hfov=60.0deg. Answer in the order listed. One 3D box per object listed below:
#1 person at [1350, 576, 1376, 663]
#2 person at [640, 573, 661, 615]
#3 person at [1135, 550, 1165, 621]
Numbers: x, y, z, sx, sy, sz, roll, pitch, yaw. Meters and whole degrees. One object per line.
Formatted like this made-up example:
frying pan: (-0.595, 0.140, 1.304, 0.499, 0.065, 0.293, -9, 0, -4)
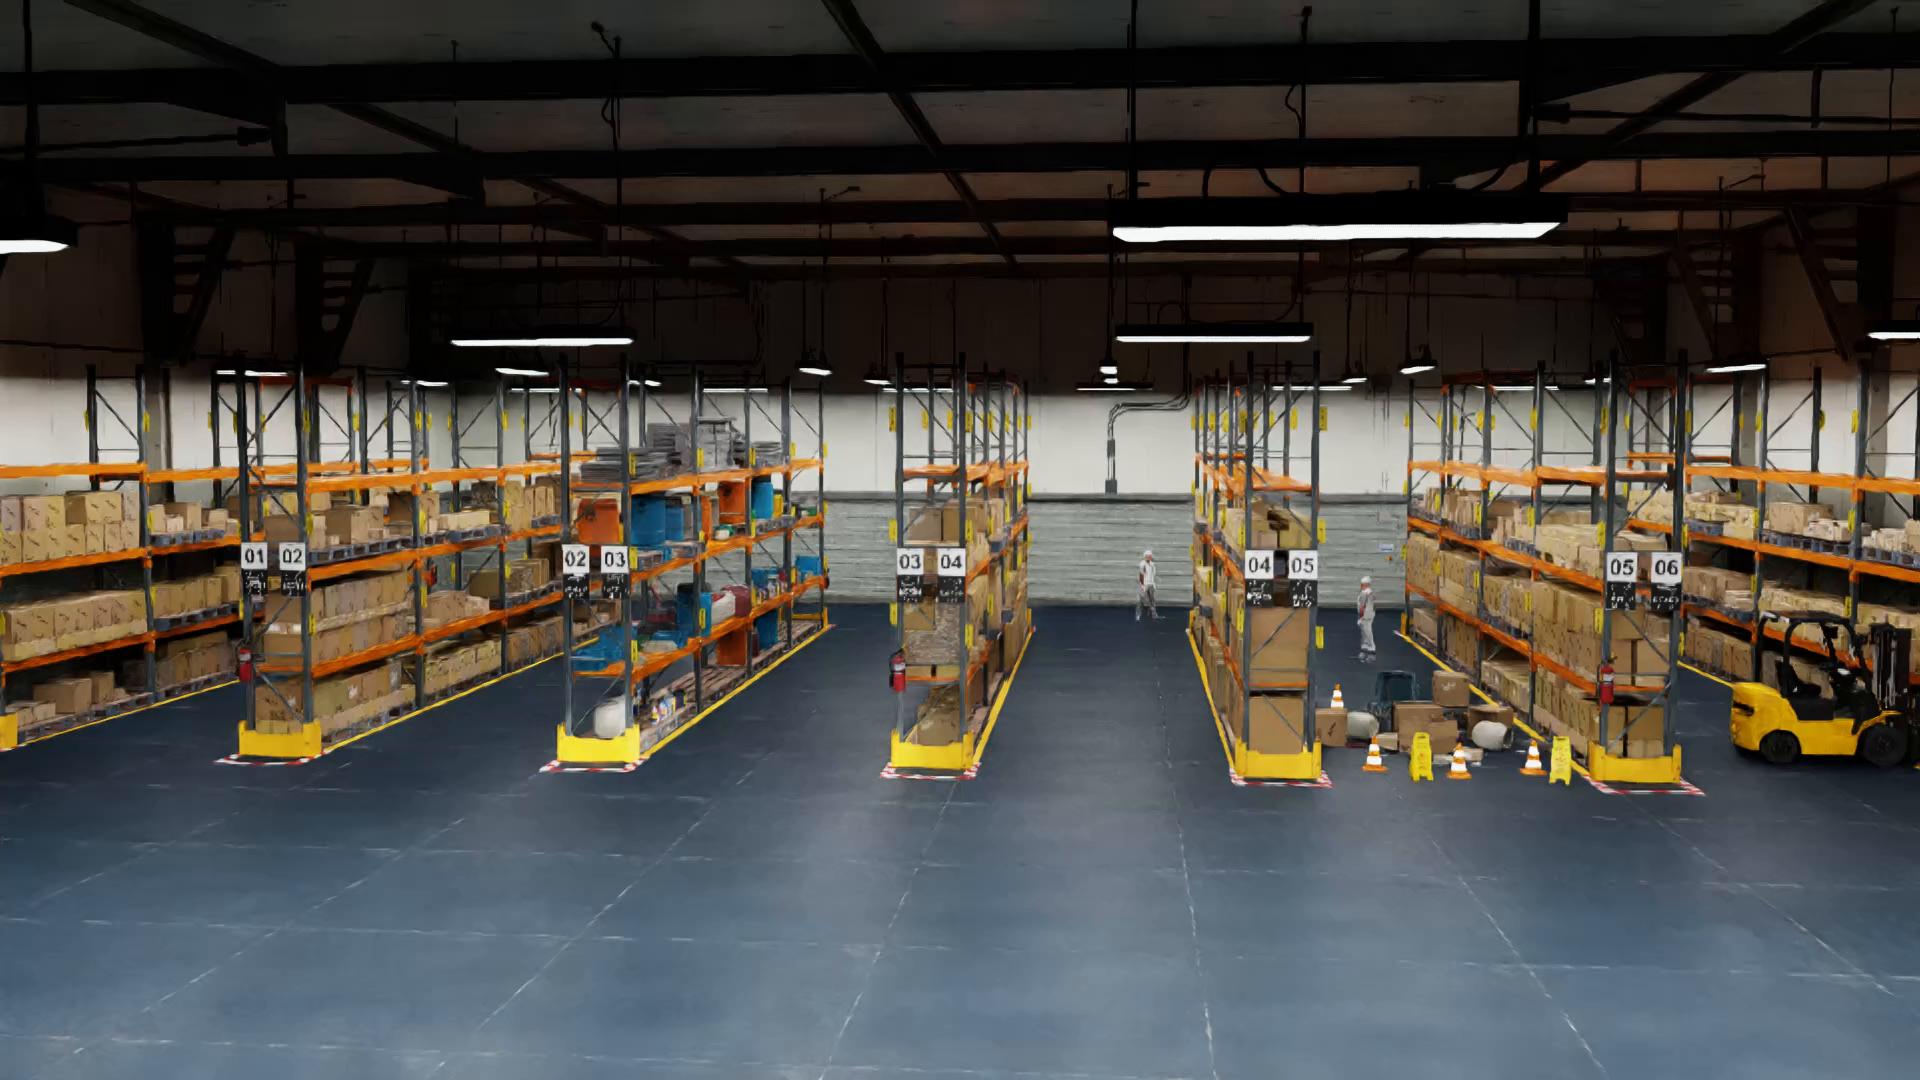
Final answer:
person: (8.404, 1.639, 34.591, 0.583, 1.786, 0.658, 2, 5, 27)
person: (-7.966, 1.155, 42.751, 0.613, 1.616, 0.770, -1, 4, -15)
person: (4.731, 1.131, 41.786, 0.543, 1.778, 0.732, 4, 6, 44)
